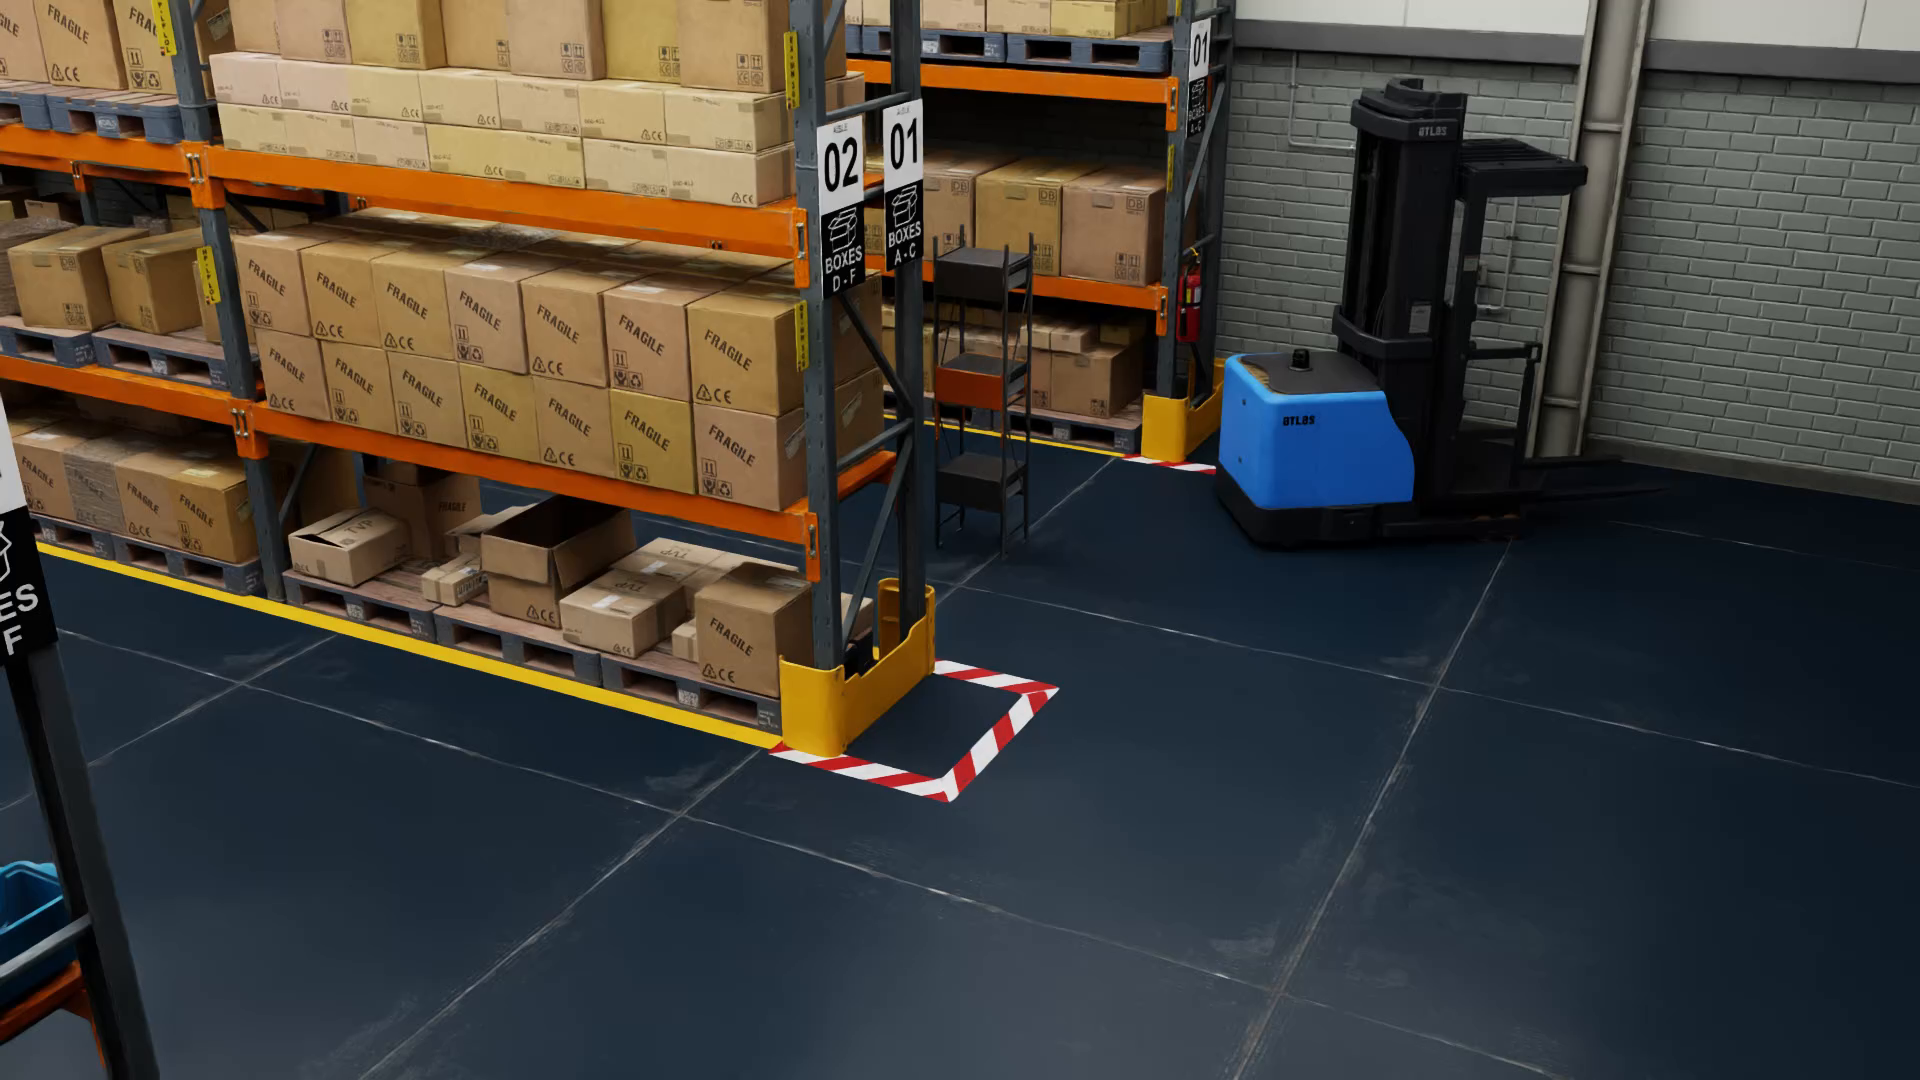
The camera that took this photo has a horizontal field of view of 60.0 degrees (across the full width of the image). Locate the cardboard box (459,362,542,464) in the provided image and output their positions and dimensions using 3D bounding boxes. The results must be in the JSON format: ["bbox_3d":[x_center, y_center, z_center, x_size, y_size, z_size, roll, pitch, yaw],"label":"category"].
[{"bbox_3d":[-2.349,-0.765,9.087,0.500,0.500,0.500,11,25,24],"label":"cardboard box"}]

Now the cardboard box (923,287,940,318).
[{"bbox_3d":[-0.295,-1.987,13.919,0.250,0.149,0.380,11,26,25],"label":"cardboard box"}]

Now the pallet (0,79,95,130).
[{"bbox_3d":[-5.517,-2.787,10.378,1.003,0.211,1.213,11,25,25],"label":"pallet"}]

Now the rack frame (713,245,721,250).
[{"bbox_3d":[-1.808,-2.902,14.242,0.127,3.000,1.000,11,25,25],"label":"rack frame"}]

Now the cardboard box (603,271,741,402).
[{"bbox_3d":[-1.442,-1.043,8.464,0.500,0.500,0.500,12,26,26],"label":"cardboard box"}]

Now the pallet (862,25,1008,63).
[{"bbox_3d":[0.002,-3.878,12.816,1.213,0.211,1.003,11,25,25],"label":"pallet"}]

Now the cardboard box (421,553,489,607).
[{"bbox_3d":[-2.986,0.229,9.937,0.250,0.166,0.380,11,25,25],"label":"cardboard box"}]

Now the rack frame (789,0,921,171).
[{"bbox_3d":[-0.470,-3.226,7.337,0.127,3.000,1.000,11,25,25],"label":"rack frame"}]

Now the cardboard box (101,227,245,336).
[{"bbox_3d":[-5.004,-1.672,10.684,0.500,0.500,0.700,16,28,33],"label":"cardboard box"}]

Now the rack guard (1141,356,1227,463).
[{"bbox_3d":[1.783,-1.041,13.060,0.348,0.500,1.175,11,25,25],"label":"rack guard"}]

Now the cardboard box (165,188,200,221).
[{"bbox_3d":[-7.888,-3.511,17.348,0.500,0.250,0.500,11,25,23],"label":"cardboard box"}]

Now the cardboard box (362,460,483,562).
[{"bbox_3d":[-3.403,-0.222,10.571,0.500,0.500,0.500,11,25,25],"label":"cardboard box"}]

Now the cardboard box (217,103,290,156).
[{"bbox_3d":[-3.717,-2.311,9.209,0.500,0.250,0.500,11,25,25],"label":"cardboard box"}]

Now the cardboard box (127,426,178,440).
[{"bbox_3d":[-5.285,-0.575,11.402,0.500,0.500,0.500,12,26,25],"label":"cardboard box"}]

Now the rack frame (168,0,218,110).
[{"bbox_3d":[-4.039,-3.932,8.998,0.127,3.000,1.000,11,25,25],"label":"rack frame"}]

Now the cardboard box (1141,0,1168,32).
[{"bbox_3d":[1.221,-3.961,12.426,0.500,0.250,0.500,13,26,27],"label":"cardboard box"}]

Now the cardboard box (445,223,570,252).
[{"bbox_3d":[-2.563,-1.500,9.539,0.500,0.500,0.500,11,26,25],"label":"cardboard box"}]

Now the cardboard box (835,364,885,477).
[{"bbox_3d":[-0.747,-0.682,8.892,0.500,0.500,0.500,12,26,26],"label":"cardboard box"}]

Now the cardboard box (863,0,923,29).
[{"bbox_3d":[-0.400,-4.056,12.649,0.500,0.250,0.500,10,25,23],"label":"cardboard box"}]

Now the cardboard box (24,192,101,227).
[{"bbox_3d":[-9.891,-3.536,18.365,0.500,0.500,0.500,9,25,21],"label":"cardboard box"}]

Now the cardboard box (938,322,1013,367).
[{"bbox_3d":[0.197,-1.505,13.612,0.500,0.500,0.700,10,25,23],"label":"cardboard box"}]

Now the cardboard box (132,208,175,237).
[{"bbox_3d":[-8.283,-3.243,17.674,0.500,0.500,0.700,12,26,26],"label":"cardboard box"}]

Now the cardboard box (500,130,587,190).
[{"bbox_3d":[-1.940,-1.951,8.364,0.500,0.250,0.500,11,25,25],"label":"cardboard box"}]

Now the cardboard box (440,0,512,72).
[{"bbox_3d":[-2.242,-2.726,8.590,0.500,0.500,0.700,11,25,25],"label":"cardboard box"}]

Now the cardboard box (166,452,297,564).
[{"bbox_3d":[-4.609,-0.211,10.545,0.500,0.500,0.500,11,25,24],"label":"cardboard box"}]

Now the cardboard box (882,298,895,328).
[{"bbox_3d":[-0.497,-1.860,13.618,0.250,0.149,0.380,10,25,23],"label":"cardboard box"}]

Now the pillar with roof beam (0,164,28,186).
[{"bbox_3d":[-13.444,-6.457,14.934,0.400,9.000,9.100,11,25,25],"label":"pillar with roof beam"}]

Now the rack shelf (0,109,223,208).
[{"bbox_3d":[-5.824,-2.574,10.556,4.000,0.370,1.077,11,25,25],"label":"rack shelf"}]

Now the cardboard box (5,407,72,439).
[{"bbox_3d":[-6.417,-0.569,11.387,0.500,0.500,0.500,11,25,24],"label":"cardboard box"}]

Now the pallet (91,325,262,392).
[{"bbox_3d":[-4.703,-1.262,10.631,1.213,0.211,1.003,11,25,25],"label":"pallet"}]

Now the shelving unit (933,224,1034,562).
[{"bbox_3d":[0.148,-0.937,10.770,0.503,2.100,0.431,11,25,25],"label":"shelving unit"}]

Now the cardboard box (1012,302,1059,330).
[{"bbox_3d":[0.618,-1.807,13.496,0.250,0.149,0.380,11,26,25],"label":"cardboard box"}]

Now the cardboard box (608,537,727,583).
[{"bbox_3d":[-1.719,0.226,9.837,0.500,0.250,0.500,11,25,25],"label":"cardboard box"}]

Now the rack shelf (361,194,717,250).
[{"bbox_3d":[-3.592,-2.924,15.213,4.000,0.370,1.077,11,25,25],"label":"rack shelf"}]

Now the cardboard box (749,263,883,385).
[{"bbox_3d":[-0.747,-1.142,8.697,0.500,0.500,0.500,12,26,26],"label":"cardboard box"}]

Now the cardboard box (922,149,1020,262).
[{"bbox_3d":[-0.028,-2.683,13.343,0.700,0.700,0.980,10,25,22],"label":"cardboard box"}]

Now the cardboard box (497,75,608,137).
[{"bbox_3d":[-1.934,-2.186,8.278,0.500,0.250,0.500,11,25,25],"label":"cardboard box"}]

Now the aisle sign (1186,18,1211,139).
[{"bbox_3d":[1.691,-3.275,11.796,0.004,0.787,0.394,11,25,25],"label":"aisle sign"}]

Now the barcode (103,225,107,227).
[{"bbox_3d":[-9.570,-3.493,18.621,0.075,0.075,0.001,11,25,25],"label":"barcode"}]

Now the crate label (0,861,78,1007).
[{"bbox_3d":[-2.780,1.155,4.839,0.303,0.233,0.416,11,25,25],"label":"crate label"}]

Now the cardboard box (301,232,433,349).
[{"bbox_3d":[-3.285,-1.405,9.316,0.500,0.500,0.500,10,25,23],"label":"cardboard box"}]

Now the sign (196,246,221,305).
[{"bbox_3d":[-4.287,-1.510,9.488,0.005,0.325,0.100,11,25,25],"label":"sign"}]

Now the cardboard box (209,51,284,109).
[{"bbox_3d":[-3.718,-2.540,9.110,0.500,0.250,0.500,11,25,25],"label":"cardboard box"}]

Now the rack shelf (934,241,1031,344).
[{"bbox_3d":[0.148,-1.569,10.502,0.480,0.518,0.431,11,25,25],"label":"rack shelf"}]

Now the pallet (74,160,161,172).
[{"bbox_3d":[-8.331,-4.041,17.164,1.213,0.211,1.003,11,25,25],"label":"pallet"}]

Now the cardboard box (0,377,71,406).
[{"bbox_3d":[-6.616,-1.183,11.874,0.500,0.250,0.500,12,26,27],"label":"cardboard box"}]

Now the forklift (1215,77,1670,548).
[{"bbox_3d":[3.380,-1.546,11.140,3.031,2.935,1.130,-3,23,-8],"label":"forklift"}]
